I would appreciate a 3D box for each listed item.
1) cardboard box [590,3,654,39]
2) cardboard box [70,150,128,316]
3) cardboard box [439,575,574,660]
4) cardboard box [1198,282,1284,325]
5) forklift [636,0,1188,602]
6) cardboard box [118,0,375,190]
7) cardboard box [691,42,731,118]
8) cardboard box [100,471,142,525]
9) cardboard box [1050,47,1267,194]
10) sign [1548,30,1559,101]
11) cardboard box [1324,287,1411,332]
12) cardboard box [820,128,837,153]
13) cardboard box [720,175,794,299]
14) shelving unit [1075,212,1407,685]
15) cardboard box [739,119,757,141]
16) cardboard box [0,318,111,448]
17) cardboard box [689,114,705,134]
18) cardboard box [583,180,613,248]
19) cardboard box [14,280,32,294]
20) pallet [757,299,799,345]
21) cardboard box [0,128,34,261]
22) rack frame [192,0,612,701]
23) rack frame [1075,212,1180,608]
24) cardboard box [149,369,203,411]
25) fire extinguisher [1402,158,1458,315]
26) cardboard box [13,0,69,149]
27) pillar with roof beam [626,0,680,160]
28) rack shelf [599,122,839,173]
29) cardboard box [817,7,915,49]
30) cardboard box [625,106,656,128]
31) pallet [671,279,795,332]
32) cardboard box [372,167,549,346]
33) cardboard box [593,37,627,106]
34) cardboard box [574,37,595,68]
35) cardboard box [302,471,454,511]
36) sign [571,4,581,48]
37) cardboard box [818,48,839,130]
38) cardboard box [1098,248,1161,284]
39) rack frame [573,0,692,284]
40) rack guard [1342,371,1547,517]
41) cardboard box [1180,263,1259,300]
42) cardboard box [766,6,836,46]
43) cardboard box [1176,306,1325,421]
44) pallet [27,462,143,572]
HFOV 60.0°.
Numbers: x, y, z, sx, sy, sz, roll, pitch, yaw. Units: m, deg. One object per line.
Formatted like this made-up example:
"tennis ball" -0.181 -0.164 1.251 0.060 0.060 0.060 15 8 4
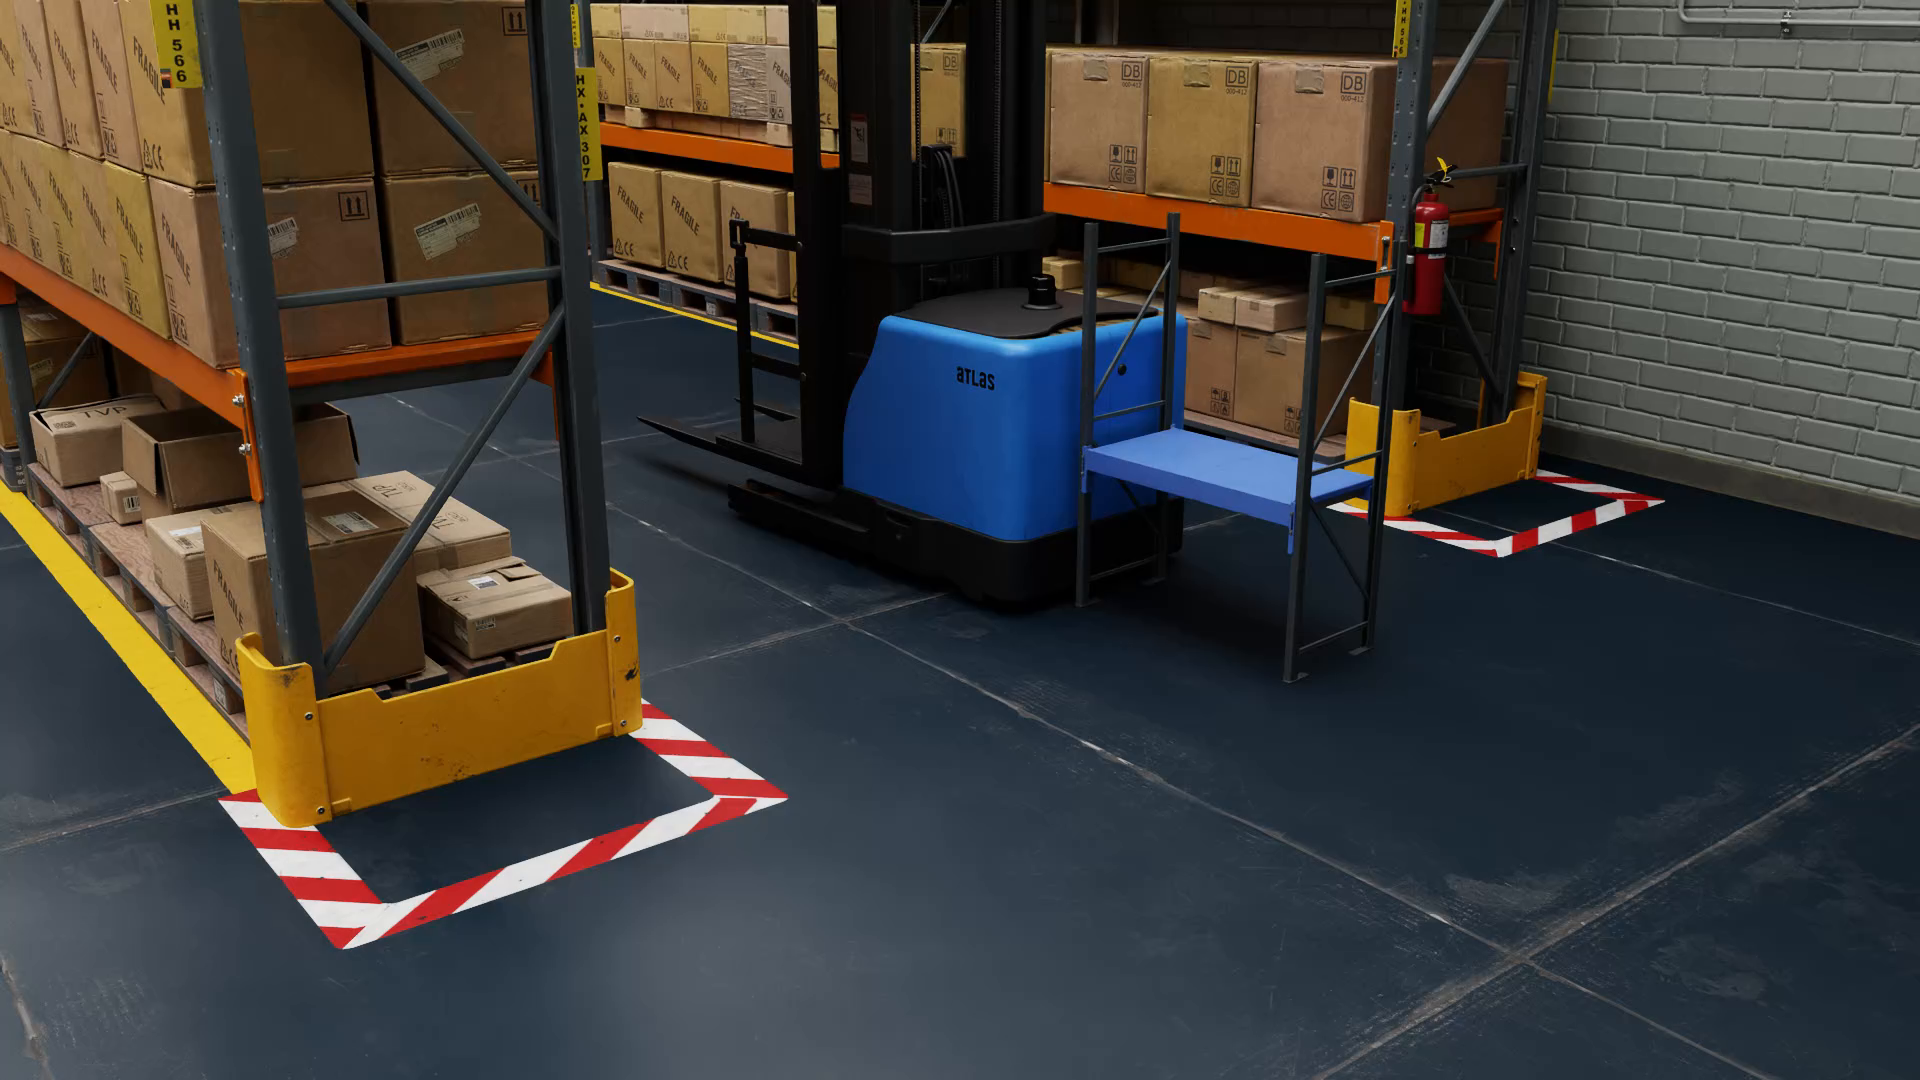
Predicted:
"cardboard box" -2.531 -4.039 12.932 0.500 0.250 0.500 -13 23 -35
"cardboard box" -2.664 -1.071 5.667 0.500 0.500 0.500 -14 23 -36
"cardboard box" -1.533 0.259 5.644 0.380 0.149 0.250 -14 23 -36
"cardboard box" 1.444 -1.216 8.538 0.380 0.149 0.250 -13 22 -35
"forklift" -0.417 -1.538 7.343 1.130 2.935 3.031 -16 24 -39
"cardboard box" -2.034 -1.294 4.747 0.500 0.500 0.500 -14 23 -37
"cardboard box" -1.573 -3.303 11.901 0.500 0.500 0.500 -13 22 -35
"cardboard box" -3.390 -0.208 7.026 0.380 0.166 0.250 -14 23 -36
"cardboard box" 1.088 -2.316 9.108 0.980 0.700 0.700 -15 24 -39
"sign" 2.778 -2.239 7.848 0.100 0.325 0.005 -14 23 -36
"cardboard box" 2.060 -1.165 8.385 0.380 0.149 0.250 -14 23 -36
"cardboard box" -0.752 -2.645 10.945 0.380 0.149 0.250 -13 23 -35
"cardboard box" -1.204 -2.201 11.989 0.750 0.750 0.750 -13 22 -34
"shelving unit" 0.992 -0.379 6.122 0.538 1.500 1.048 -16 24 -39
"cardboard box" -1.331 -2.909 11.743 0.380 0.149 0.250 -15 23 -38
"cardboard box" -4.557 -0.789 8.250 0.500 0.500 0.500 -14 23 -36
"cardboard box" -1.785 -3.107 12.341 0.380 0.149 0.250 -14 23 -35
"cardboard box" -3.116 -2.844 14.456 0.700 0.500 0.500 -14 23 -35
"cardboard box" -5.486 -1.161 9.373 0.500 0.500 0.500 -15 23 -38
"pallet" -0.683 -1.520 11.618 1.003 0.211 1.213 -14 23 -36
"cardboard box" -3.602 -1.444 6.793 0.500 0.500 0.500 -13 23 -35
"rack frame" -1.542 -0.715 4.751 1.000 3.000 0.127 -14 23 -36
"rack frame" 0.652 -0.498 6.481 0.500 1.500 0.032 -16 24 -39
"cardboard box" -3.449 -0.638 7.795 0.500 0.500 0.500 -14 23 -36
"fire extinguisher" 2.071 -1.342 7.360 0.296 0.674 0.183 -14 23 -36
"cardboard box" -2.993 -1.671 5.888 0.500 0.500 0.500 -13 22 -34
"pillar with roof beam" -6.132 -6.151 11.624 9.100 9.000 0.400 -14 23 -36
"rack shelf" -1.387 -2.820 12.252 1.077 0.370 4.000 -14 23 -36
"cardboard box" -0.635 -3.288 10.664 0.500 0.250 0.500 -13 23 -35
"cardboard box" -2.357 -3.273 12.841 0.380 0.149 0.250 -13 22 -34
"pallet" -1.445 -1.821 12.527 1.003 0.211 1.213 -14 23 -36
"cardboard box" -1.611 -0.924 5.221 0.500 0.500 0.500 -13 23 -35
"cardboard box" -2.527 -3.683 13.049 0.500 0.500 0.500 -13 22 -35
"cardboard box" -2.928 -4.025 13.886 0.500 0.500 0.700 17 25 42
"cardboard box" -2.278 -0.055 6.430 0.500 0.250 0.500 -14 23 -36
"sign" -3.048 -4.058 13.131 0.100 0.325 0.005 -14 23 -36
"cardboard box" -0.629 -2.932 10.780 0.500 0.500 0.500 -14 23 -37
"cardboard box" 0.954 -1.603 9.708 0.380 0.149 0.250 -14 23 -36
"rack frame" -2.628 -3.654 13.627 1.000 3.000 0.127 -14 23 -36
"rack guard" 2.354 -0.491 8.049 1.175 0.500 0.348 -14 23 -36
"cardboard box" 1.431 -1.414 9.137 0.380 0.149 0.250 -14 23 -35
"cardboard box" -0.945 -3.416 11.050 0.500 0.250 0.500 -13 23 -35
"cardboard box" 1.515 -0.972 8.835 0.700 0.500 0.500 -14 23 -36
"pallet" -3.600 -0.208 7.654 1.003 0.211 1.213 -14 23 -36
